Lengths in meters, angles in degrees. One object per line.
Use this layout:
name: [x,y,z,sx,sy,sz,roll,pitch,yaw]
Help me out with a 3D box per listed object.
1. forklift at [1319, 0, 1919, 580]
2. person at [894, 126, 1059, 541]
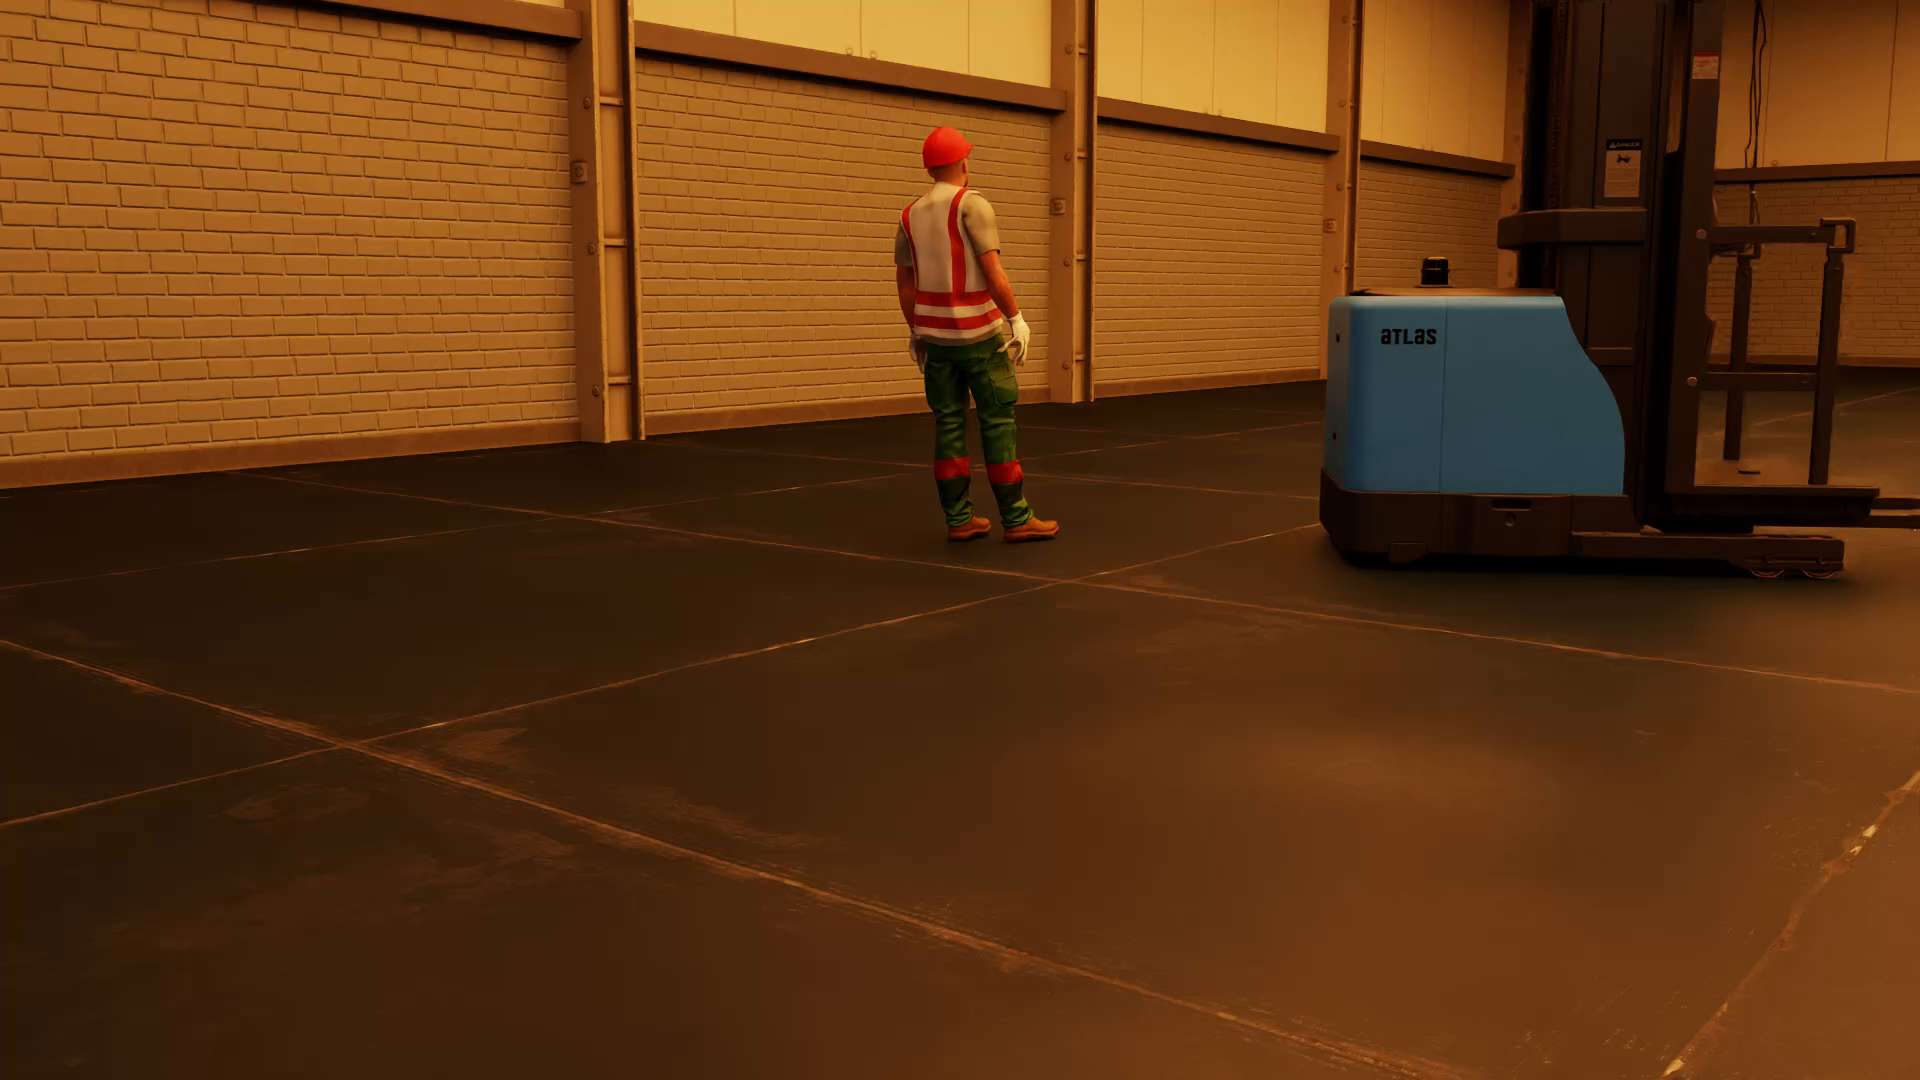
forklift: [3.077,-1.380,6.716,3.031,2.935,1.130,1,8,7]
person: [0.060,-0.900,7.328,0.637,1.787,0.564,7,11,38]
